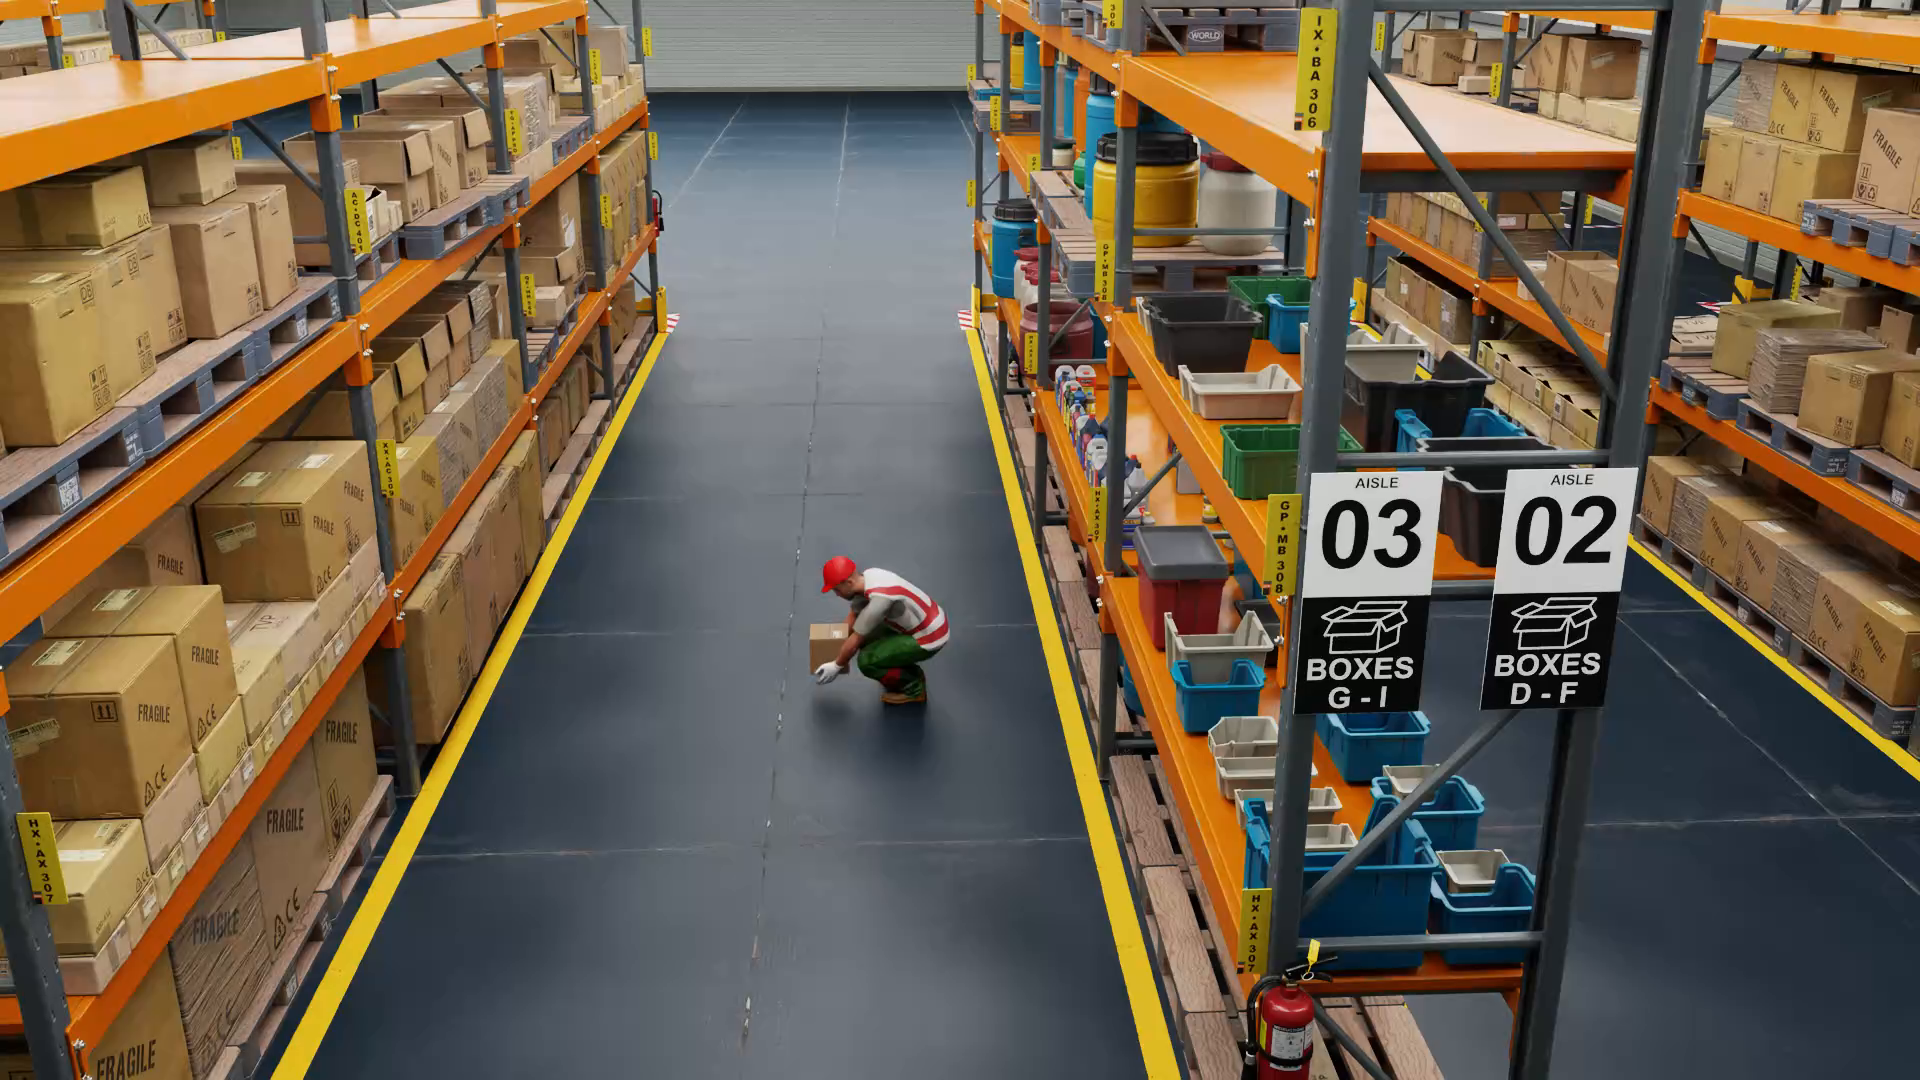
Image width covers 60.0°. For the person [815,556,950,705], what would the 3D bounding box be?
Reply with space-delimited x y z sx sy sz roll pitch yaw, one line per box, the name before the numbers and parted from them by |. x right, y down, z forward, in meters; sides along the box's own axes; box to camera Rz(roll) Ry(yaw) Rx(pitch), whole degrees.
person | -0.505 0.551 10.710 0.880 0.991 0.565 -1 20 -3
